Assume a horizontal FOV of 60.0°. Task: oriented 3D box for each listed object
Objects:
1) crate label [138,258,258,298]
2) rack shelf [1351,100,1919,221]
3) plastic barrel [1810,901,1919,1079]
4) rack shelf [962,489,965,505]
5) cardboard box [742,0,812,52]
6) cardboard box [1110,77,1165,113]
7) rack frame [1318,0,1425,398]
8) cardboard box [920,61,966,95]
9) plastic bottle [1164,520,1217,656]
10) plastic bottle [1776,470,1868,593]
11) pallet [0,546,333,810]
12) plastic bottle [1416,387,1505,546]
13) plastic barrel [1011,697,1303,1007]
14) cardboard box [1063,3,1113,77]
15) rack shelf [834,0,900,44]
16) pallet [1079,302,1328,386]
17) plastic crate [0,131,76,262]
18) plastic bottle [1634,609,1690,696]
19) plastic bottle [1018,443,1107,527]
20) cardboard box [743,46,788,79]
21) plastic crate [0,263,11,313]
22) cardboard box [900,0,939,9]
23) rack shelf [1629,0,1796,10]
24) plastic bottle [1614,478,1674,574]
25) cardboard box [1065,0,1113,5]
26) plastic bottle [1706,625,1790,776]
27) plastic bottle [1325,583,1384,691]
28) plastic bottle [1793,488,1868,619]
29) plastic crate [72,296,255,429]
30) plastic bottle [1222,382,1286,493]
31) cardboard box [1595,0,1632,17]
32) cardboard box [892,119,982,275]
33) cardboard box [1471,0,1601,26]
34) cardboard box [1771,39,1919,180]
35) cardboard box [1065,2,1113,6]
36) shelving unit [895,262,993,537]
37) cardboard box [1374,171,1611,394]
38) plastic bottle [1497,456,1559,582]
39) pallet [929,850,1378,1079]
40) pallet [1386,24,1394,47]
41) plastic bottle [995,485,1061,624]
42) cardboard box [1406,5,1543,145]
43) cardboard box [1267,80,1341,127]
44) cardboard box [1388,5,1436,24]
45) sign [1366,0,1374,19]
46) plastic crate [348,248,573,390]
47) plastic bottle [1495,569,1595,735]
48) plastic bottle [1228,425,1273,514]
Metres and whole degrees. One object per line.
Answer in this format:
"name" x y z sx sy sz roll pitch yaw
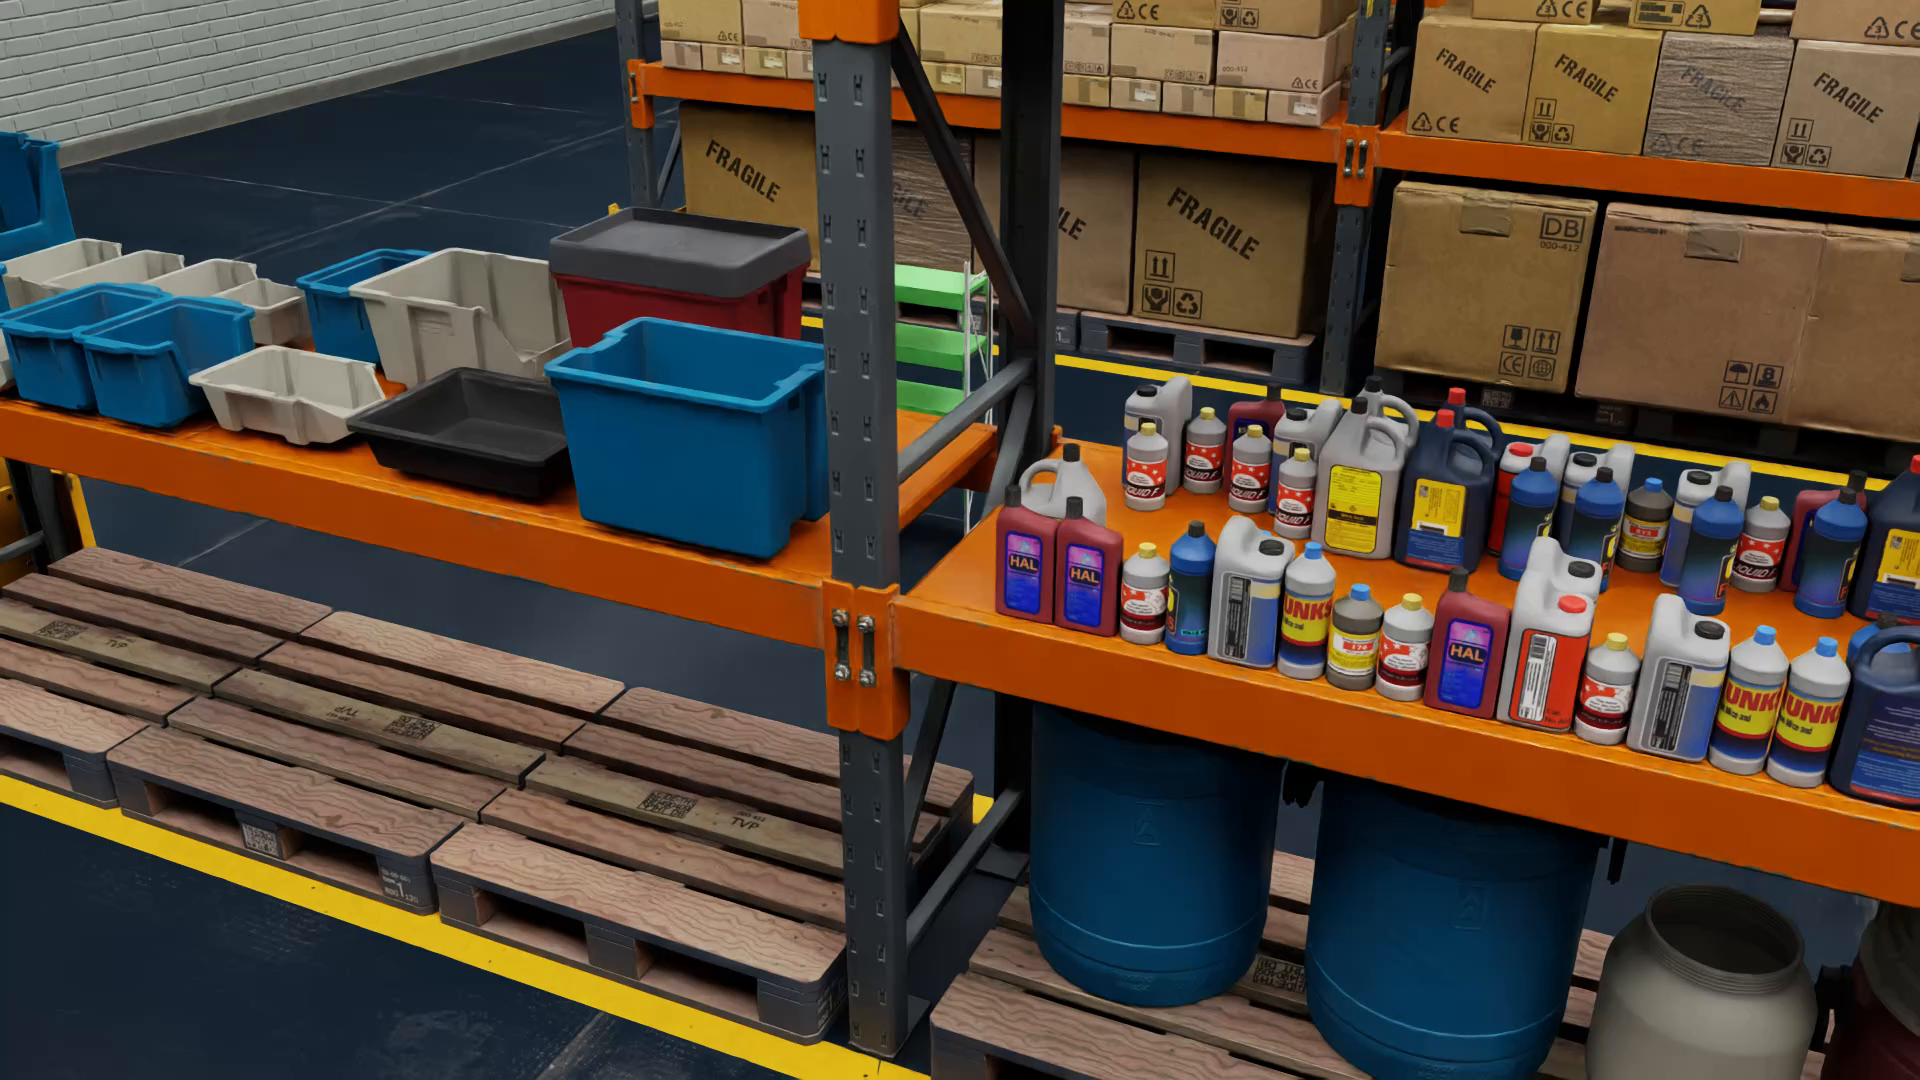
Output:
"crate label" -2.318 -0.727 5.061 0.243 0.136 0.396 11 28 22
"rack shelf" 3.855 -1.566 7.350 4.000 0.370 1.077 11 28 22
"plastic barrel" 2.145 1.073 3.430 0.708 0.588 0.600 11 28 22
"rack shelf" -0.151 -0.296 6.681 0.480 0.148 0.258 11 28 22
"cardboard box" -0.806 -2.763 8.800 0.500 0.250 0.500 11 28 21
"cardboard box" 0.919 -2.207 8.121 0.250 0.149 0.380 12 29 23
"rack frame" 2.034 -2.255 7.933 0.127 3.000 1.000 11 28 22
"cardboard box" -0.020 -2.395 8.503 0.250 0.149 0.380 11 28 21
"plastic bottle" 0.464 0.089 3.319 0.097 0.271 0.097 0 26 0
"plastic bottle" 1.831 -0.019 3.524 0.133 0.283 0.061 11 28 22
"pallet" -2.922 0.423 5.652 1.213 0.211 1.003 11 28 22
"plastic bottle" 1.125 -0.171 3.756 0.185 0.351 0.144 11 28 22
"plastic barrel" 0.472 0.596 4.043 0.708 0.901 0.600 11 28 22
"cardboard box" 0.587 -2.483 8.230 0.500 0.250 0.500 12 29 23
"rack shelf" 1.805 -0.920 2.642 4.000 0.370 1.077 11 28 22
"pallet" 1.375 -1.174 8.896 1.213 0.211 1.003 11 28 22
"plastic crate" -3.275 -1.051 5.381 0.499 0.435 0.616 11 28 22
"plastic bottle" 1.337 0.222 3.128 0.097 0.201 0.097 0 26 0
"plastic bottle" 0.207 -0.039 3.489 0.185 0.351 0.144 11 28 22
"cardboard box" -0.953 -2.583 8.884 0.250 0.149 0.380 11 28 21
"plastic crate" -2.969 -0.648 4.793 0.300 0.233 0.416 11 28 22
"cardboard box" -0.352 -3.008 8.449 0.500 0.500 0.500 11 28 20
"rack shelf" 6.000 -3.542 11.363 4.000 0.370 1.077 11 28 22
"plastic bottle" 1.508 -0.038 3.656 0.097 0.201 0.097 0 26 0
"cardboard box" 0.784 -3.034 8.500 0.500 0.500 0.500 10 28 20
"plastic bottle" 1.396 0.276 2.938 0.097 0.271 0.097 0 26 0
"plastic bottle" 0.764 0.181 3.212 0.097 0.201 0.097 0 26 0
"plastic bottle" 1.815 0.022 3.455 0.097 0.271 0.097 0 26 0
"plastic crate" -2.097 -0.473 4.437 0.300 0.233 0.416 11 28 22
"plastic bottle" 0.706 -0.245 3.983 0.133 0.283 0.061 11 28 22
"cardboard box" 3.021 -2.230 7.771 0.500 0.500 0.500 12 29 23
"cardboard box" -0.163 -1.970 9.285 0.875 0.875 0.875 11 28 22
"cardboard box" 2.619 -2.636 7.459 0.637 0.503 0.797 11 28 20
"cardboard box" 3.736 -1.839 6.977 0.500 0.500 0.500 12 29 23
"cardboard box" 0.791 -2.697 8.666 0.500 0.250 0.500 12 29 23
"shelving unit" -0.151 -0.569 6.546 0.503 1.200 0.258 11 28 22
"cardboard box" 2.625 -1.381 8.089 0.875 0.875 1.225 11 28 22
"plastic bottle" 1.234 -0.051 3.603 0.097 0.271 0.097 0 26 0
"pallet" 0.669 1.146 4.184 1.213 0.211 1.003 11 28 22
"pallet" 4.362 -5.381 17.441 1.213 0.211 1.003 11 28 22
"plastic bottle" 0.141 0.028 3.430 0.133 0.283 0.061 11 28 22
"cardboard box" 2.350 -2.115 7.536 0.500 0.500 0.500 11 28 22
"cardboard box" 1.621 -2.066 7.835 0.250 0.149 0.380 12 28 22
"cardboard box" 4.794 -5.600 17.153 0.875 0.438 0.875 10 28 20
"sign" 1.806 -2.455 7.271 0.005 0.325 0.100 11 28 22
"plastic crate" -1.330 -0.590 4.619 0.530 0.282 0.437 11 28 22
"plastic bottle" 1.091 0.200 3.089 0.135 0.276 0.152 11 28 22
"plastic bottle" 0.690 -0.173 3.930 0.097 0.201 0.097 0 26 0
